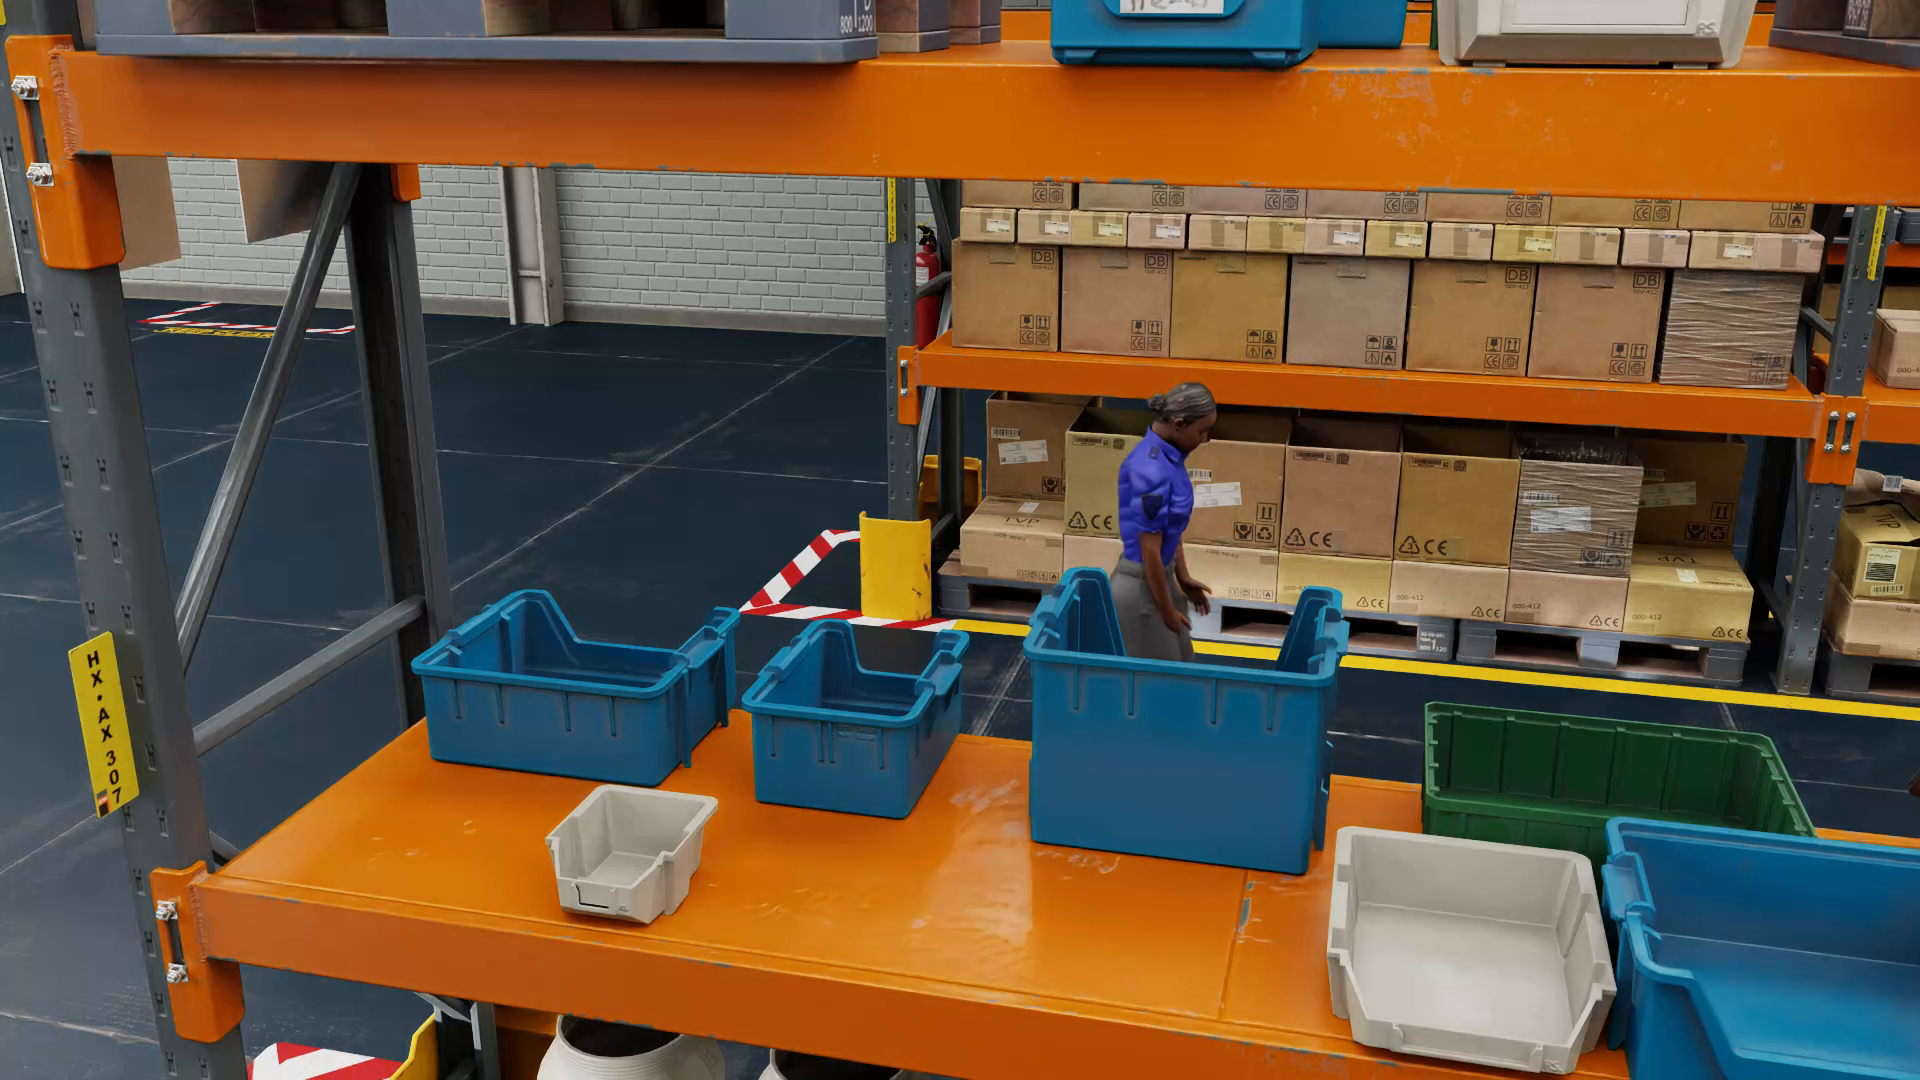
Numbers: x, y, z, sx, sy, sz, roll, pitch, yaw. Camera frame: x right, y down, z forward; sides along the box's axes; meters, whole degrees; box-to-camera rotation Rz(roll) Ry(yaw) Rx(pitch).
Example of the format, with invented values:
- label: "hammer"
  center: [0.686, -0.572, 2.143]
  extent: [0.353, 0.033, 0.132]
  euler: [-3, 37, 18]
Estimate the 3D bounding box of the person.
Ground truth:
- label: "person"
  center: [0.713, 0.209, 6.036]
  extent: [0.379, 1.610, 0.457]
  euler: [5, 19, 15]
